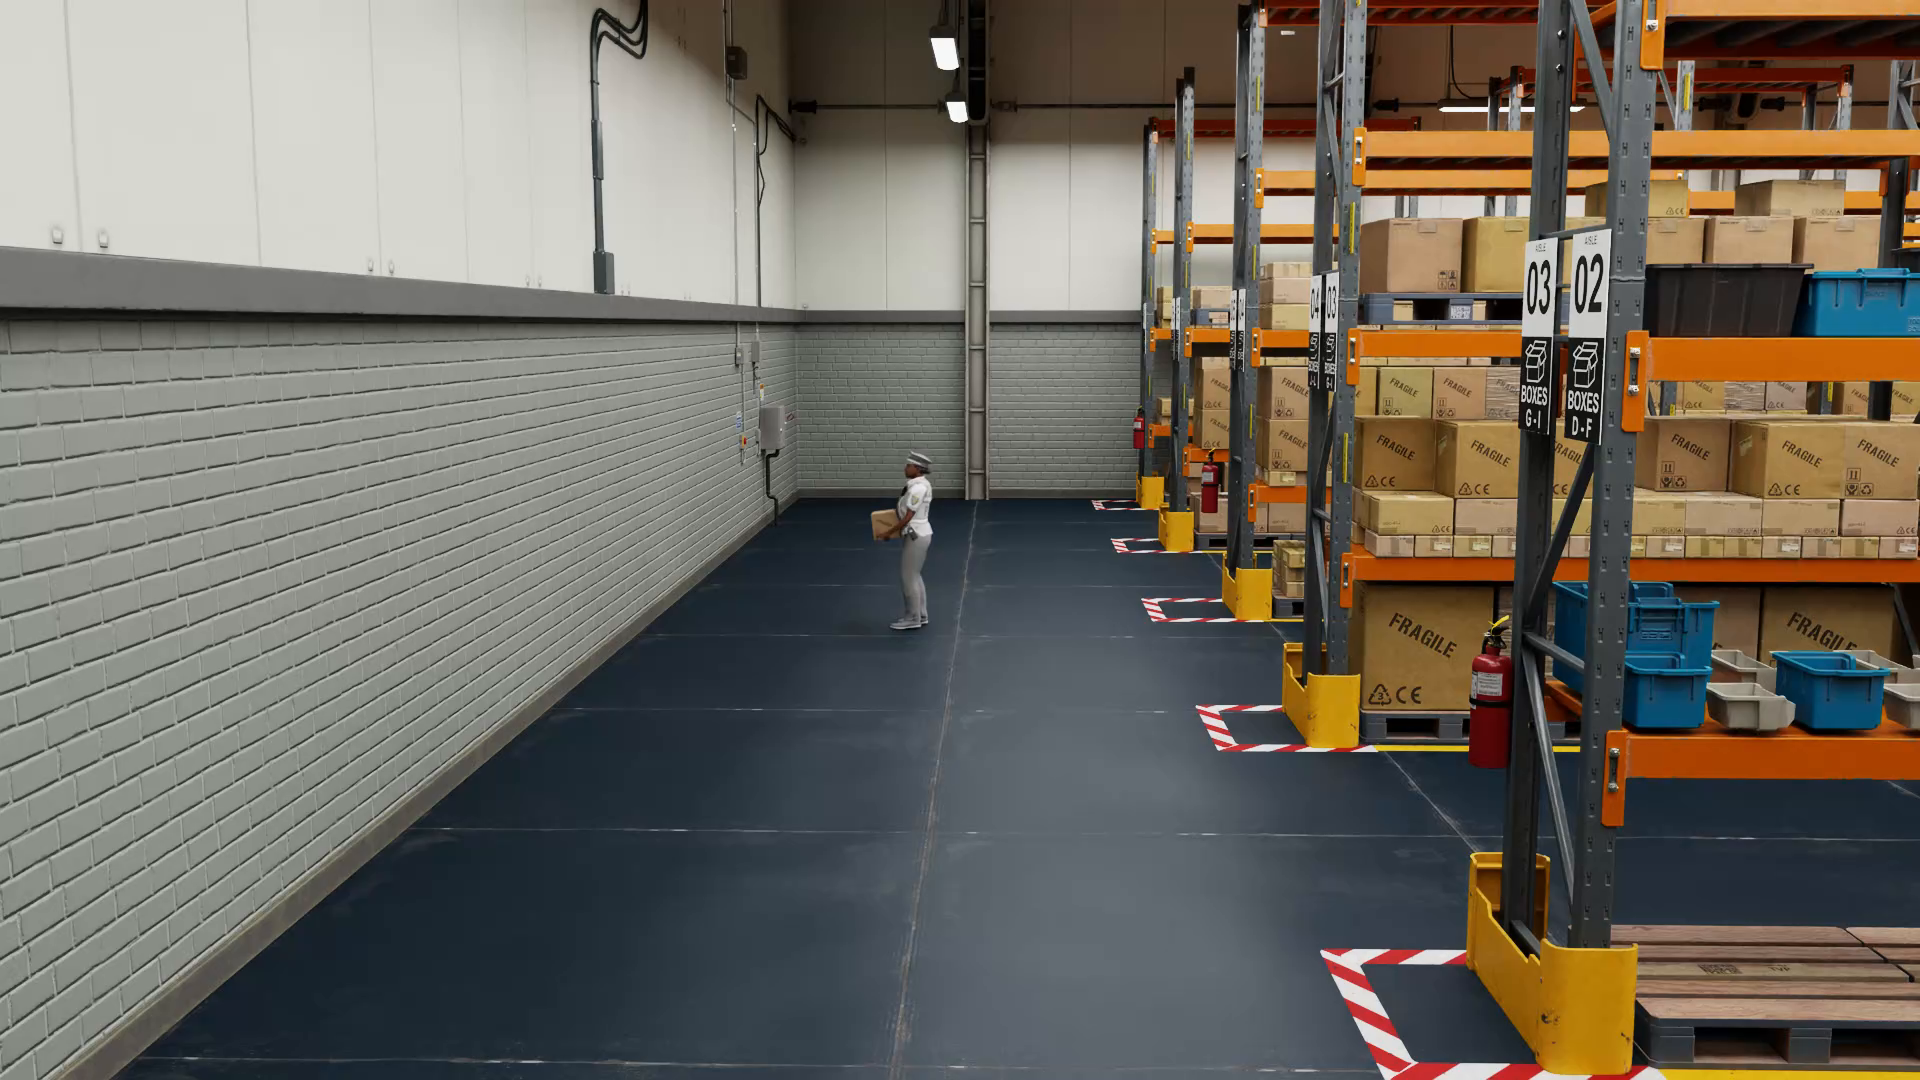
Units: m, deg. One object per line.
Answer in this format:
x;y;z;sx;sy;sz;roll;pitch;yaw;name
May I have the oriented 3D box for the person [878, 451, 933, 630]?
-0.515;-0.005;15.733;0.515;1.692;0.445;0;7;1;person
